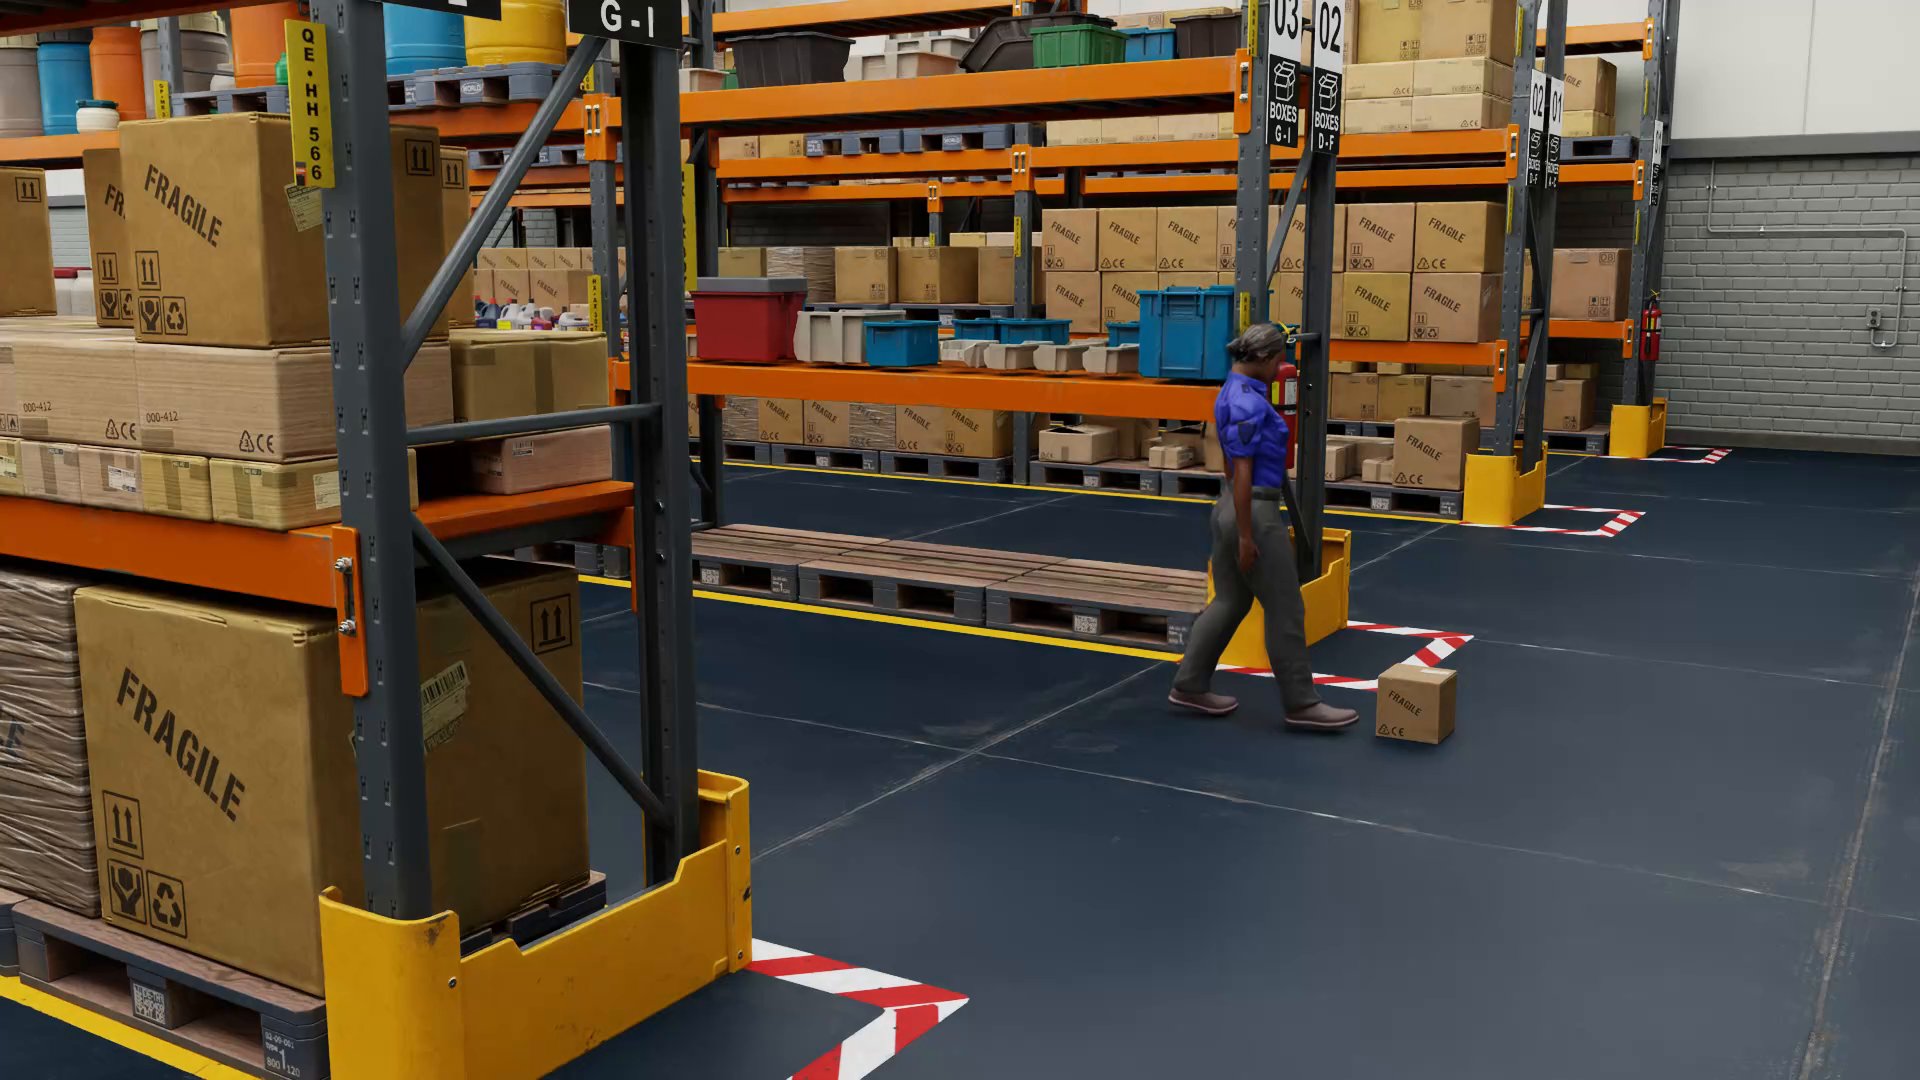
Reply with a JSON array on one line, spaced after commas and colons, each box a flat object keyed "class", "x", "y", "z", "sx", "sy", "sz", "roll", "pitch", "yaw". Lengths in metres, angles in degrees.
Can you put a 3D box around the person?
[{"class": "person", "x": 1.243, "y": -0.056, "z": 6.755, "sx": 0.744, "sy": 1.602, "sz": 0.495, "roll": 0, "pitch": 10, "yaw": 1}]
